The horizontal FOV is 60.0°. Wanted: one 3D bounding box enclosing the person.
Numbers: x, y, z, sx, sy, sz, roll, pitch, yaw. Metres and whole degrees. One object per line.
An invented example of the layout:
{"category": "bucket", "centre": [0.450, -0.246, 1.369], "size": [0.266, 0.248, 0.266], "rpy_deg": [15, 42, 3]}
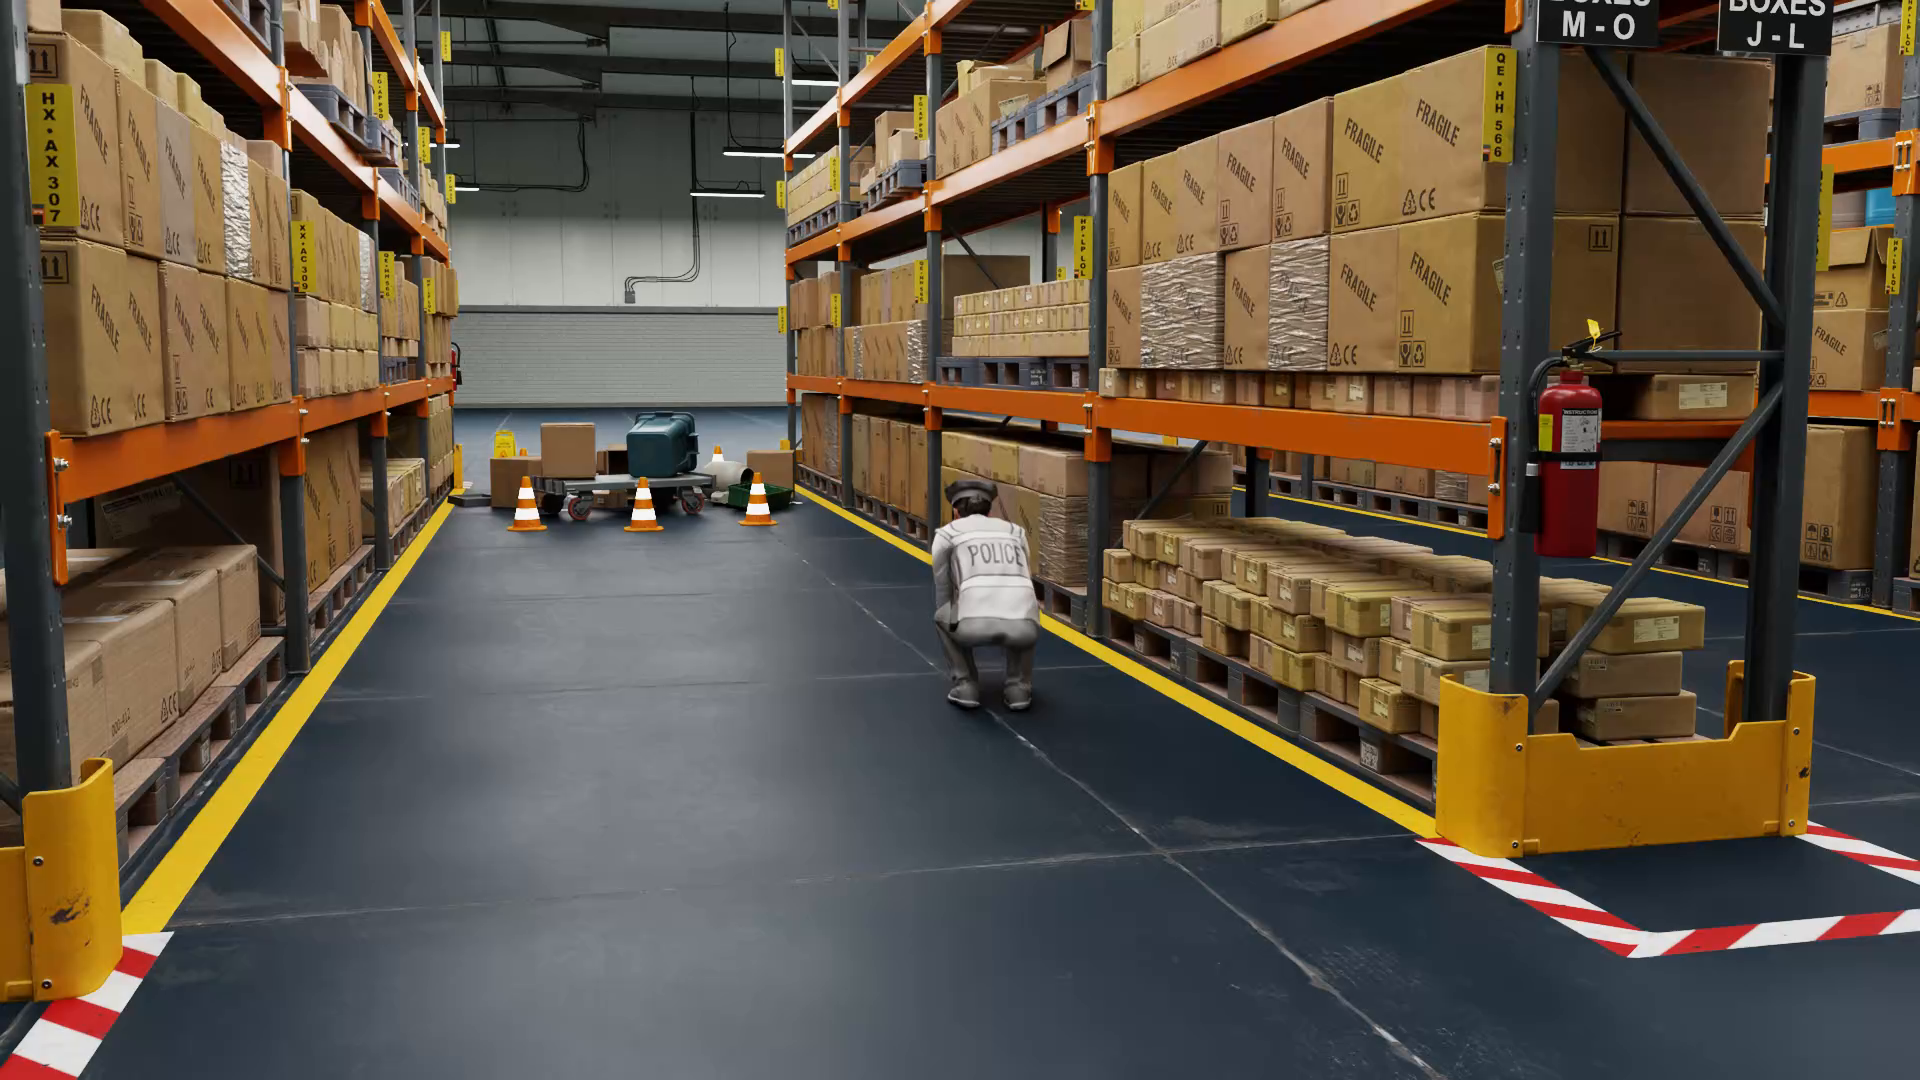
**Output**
{"category": "person", "centre": [0.110, 0.231, 7.318], "size": [0.469, 0.976, 0.847], "rpy_deg": [-1, 6, -5]}
